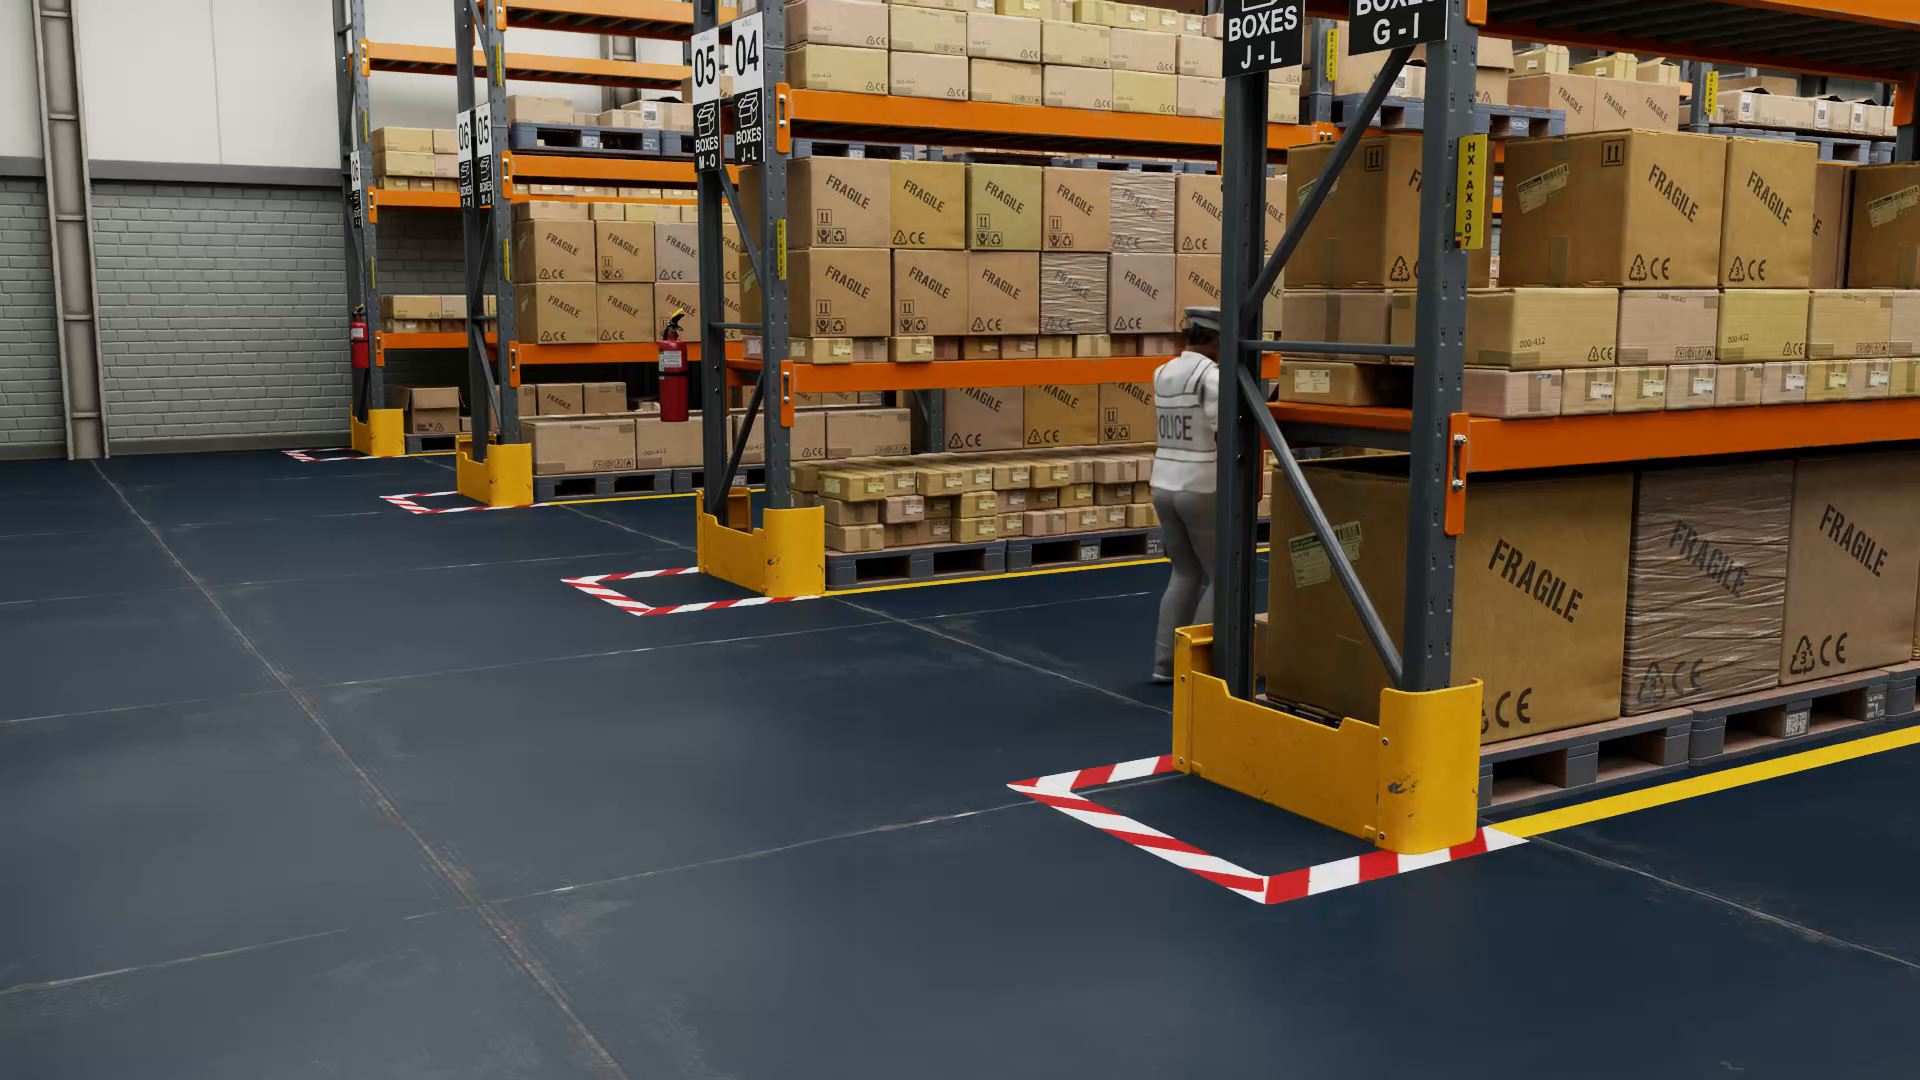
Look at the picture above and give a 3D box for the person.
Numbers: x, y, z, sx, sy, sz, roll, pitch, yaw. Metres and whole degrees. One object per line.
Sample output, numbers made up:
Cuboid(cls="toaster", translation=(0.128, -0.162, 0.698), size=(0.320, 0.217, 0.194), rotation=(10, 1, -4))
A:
Cuboid(cls="person", translation=(1.017, -0.175, 7.153), size=(0.394, 1.641, 0.448), rotation=(-5, 10, -30))
